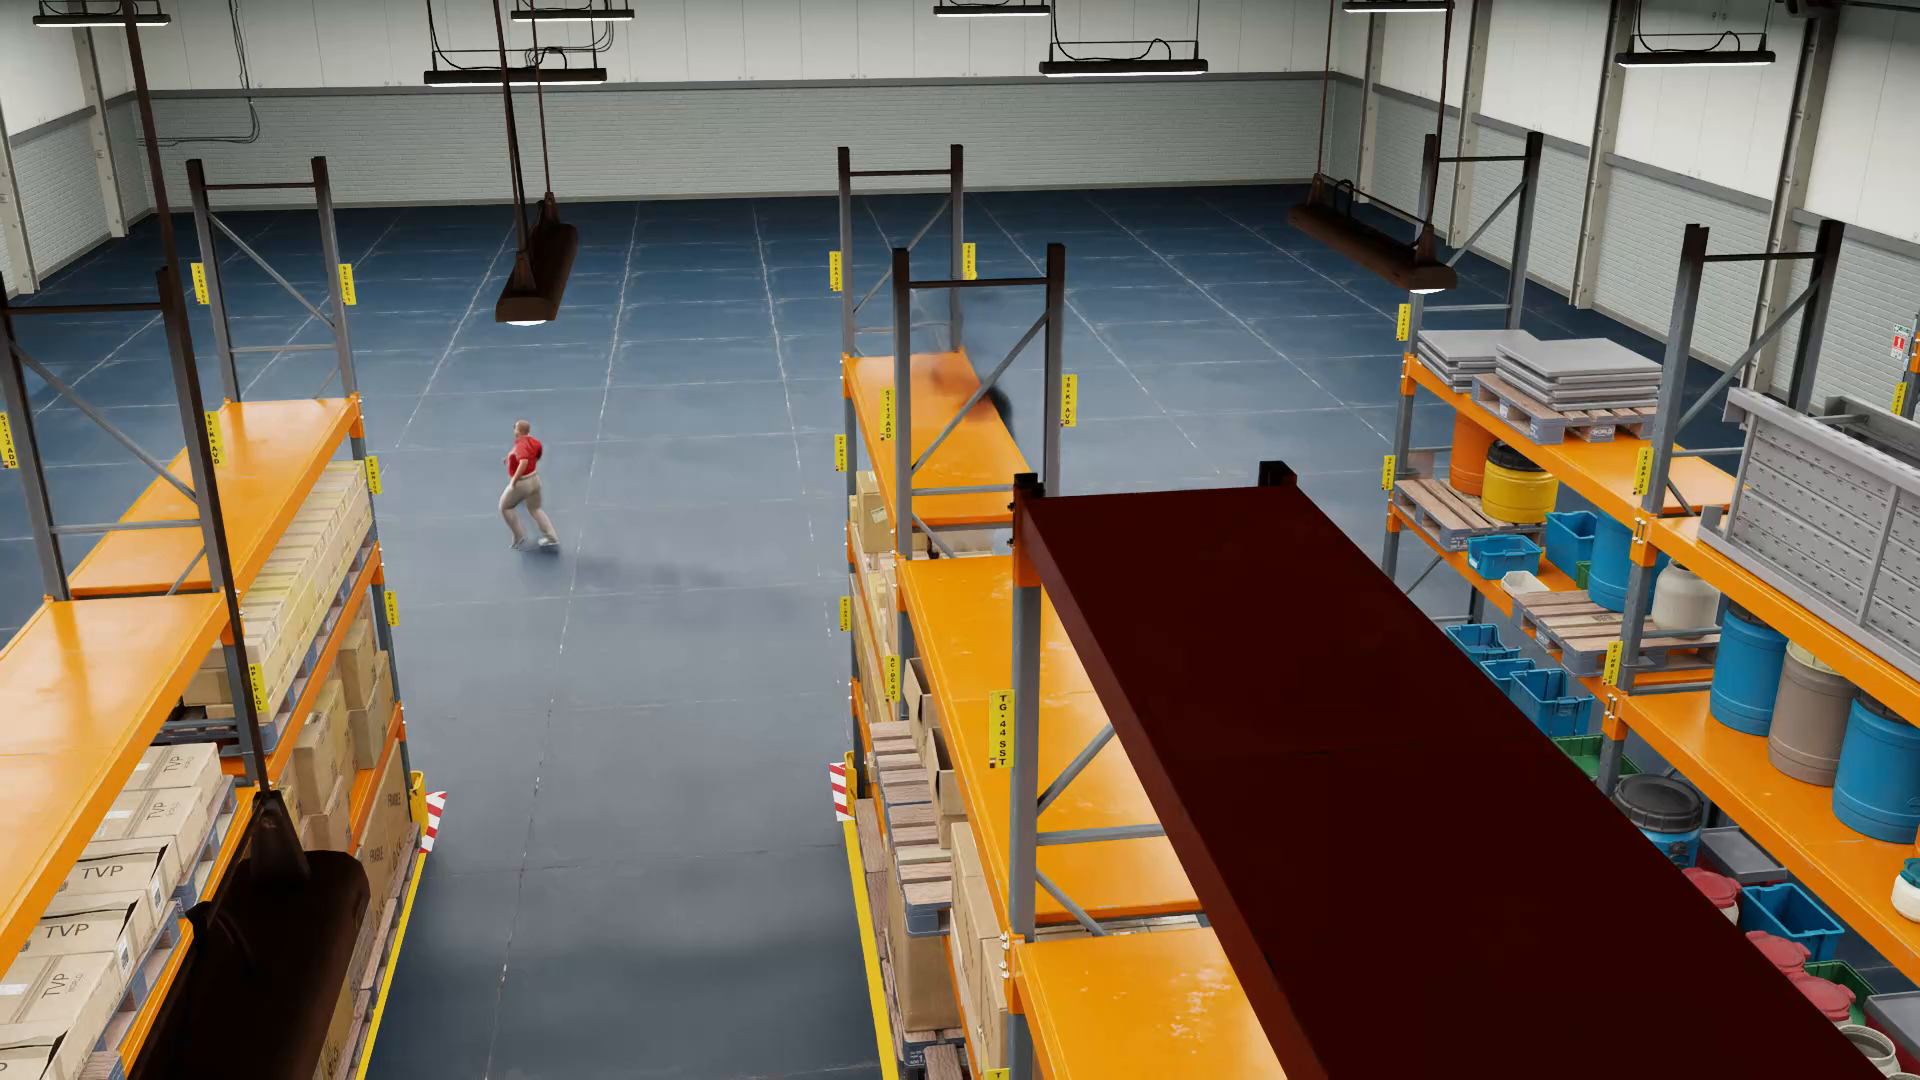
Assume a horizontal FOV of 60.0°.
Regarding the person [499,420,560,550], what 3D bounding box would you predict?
[{"bbox_3d":[-5.508,-0.661,21.063,0.767,1.773,0.670,10,24,24],"label":"person"}]
